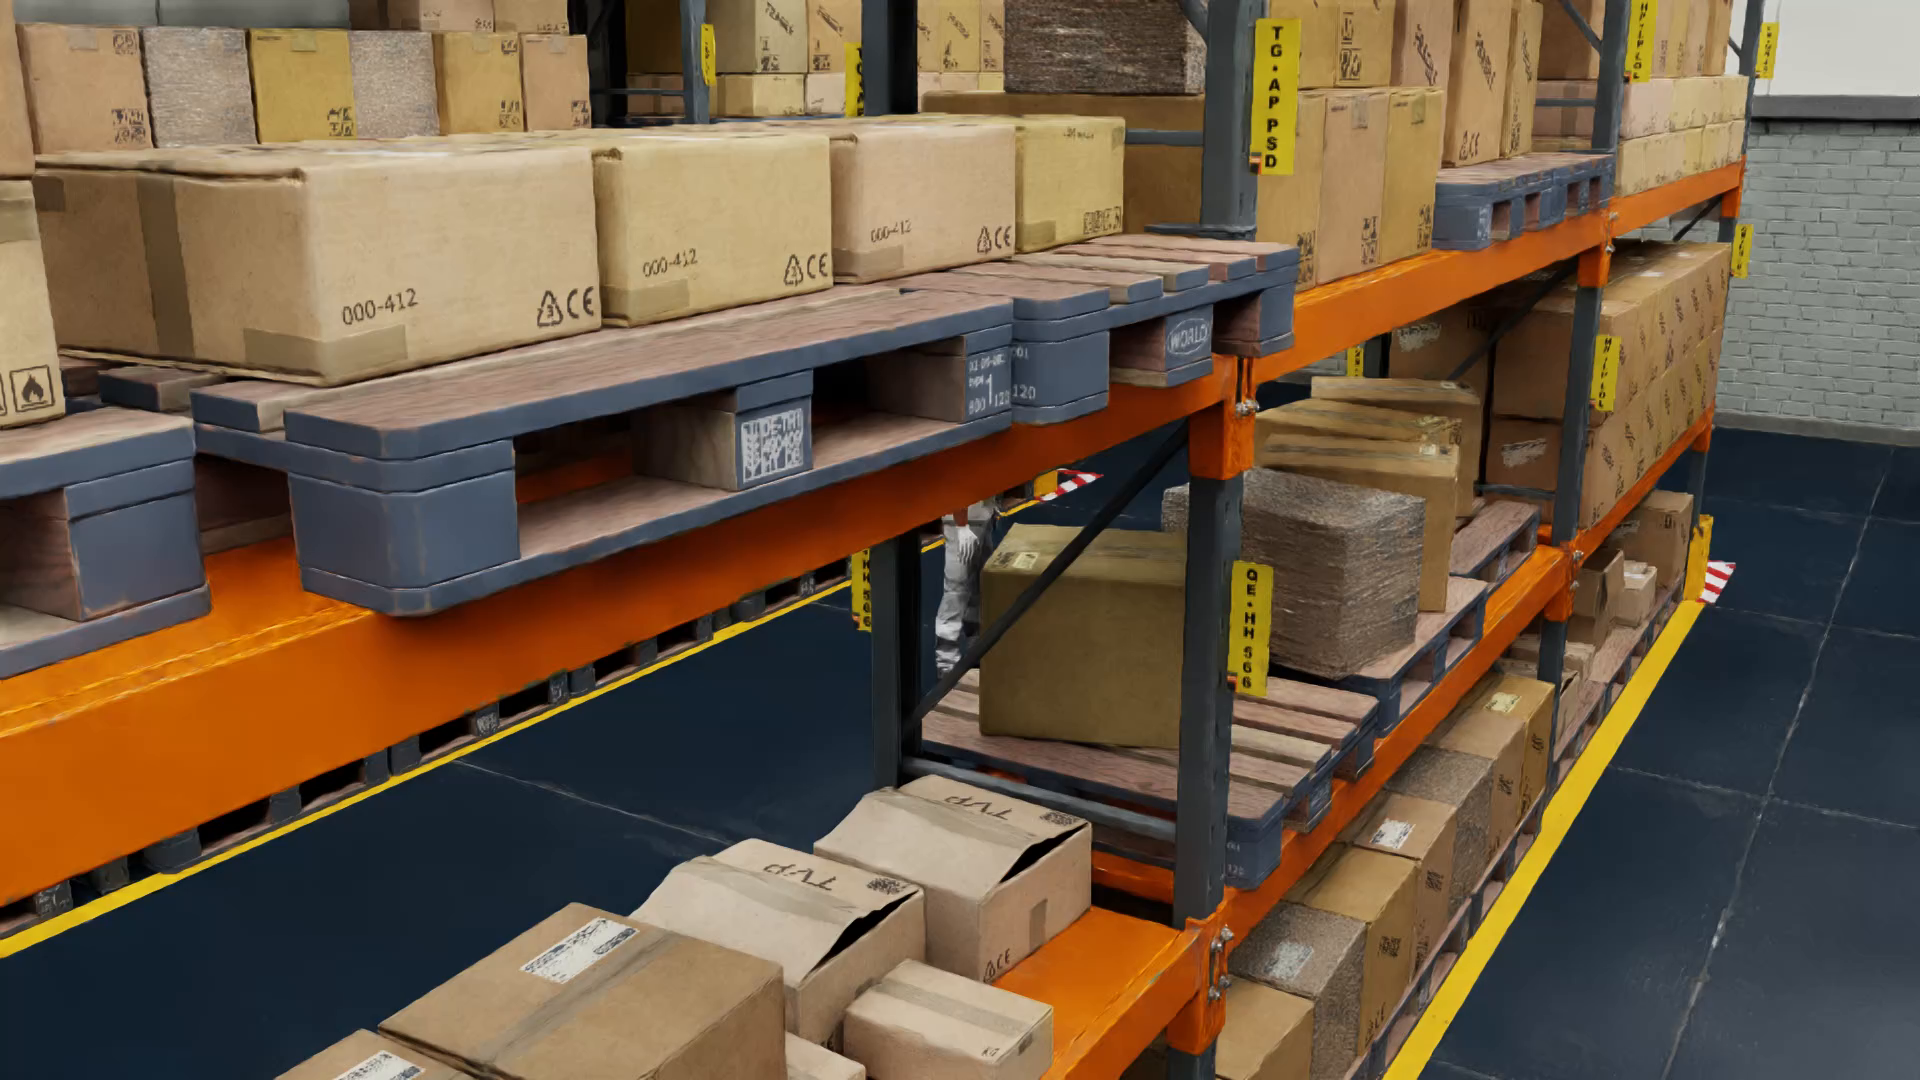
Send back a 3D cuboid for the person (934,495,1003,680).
[{"bbox_3d":[0.106,-0.109,9.255,0.465,1.794,0.620,2,16,8],"label":"person"}]
